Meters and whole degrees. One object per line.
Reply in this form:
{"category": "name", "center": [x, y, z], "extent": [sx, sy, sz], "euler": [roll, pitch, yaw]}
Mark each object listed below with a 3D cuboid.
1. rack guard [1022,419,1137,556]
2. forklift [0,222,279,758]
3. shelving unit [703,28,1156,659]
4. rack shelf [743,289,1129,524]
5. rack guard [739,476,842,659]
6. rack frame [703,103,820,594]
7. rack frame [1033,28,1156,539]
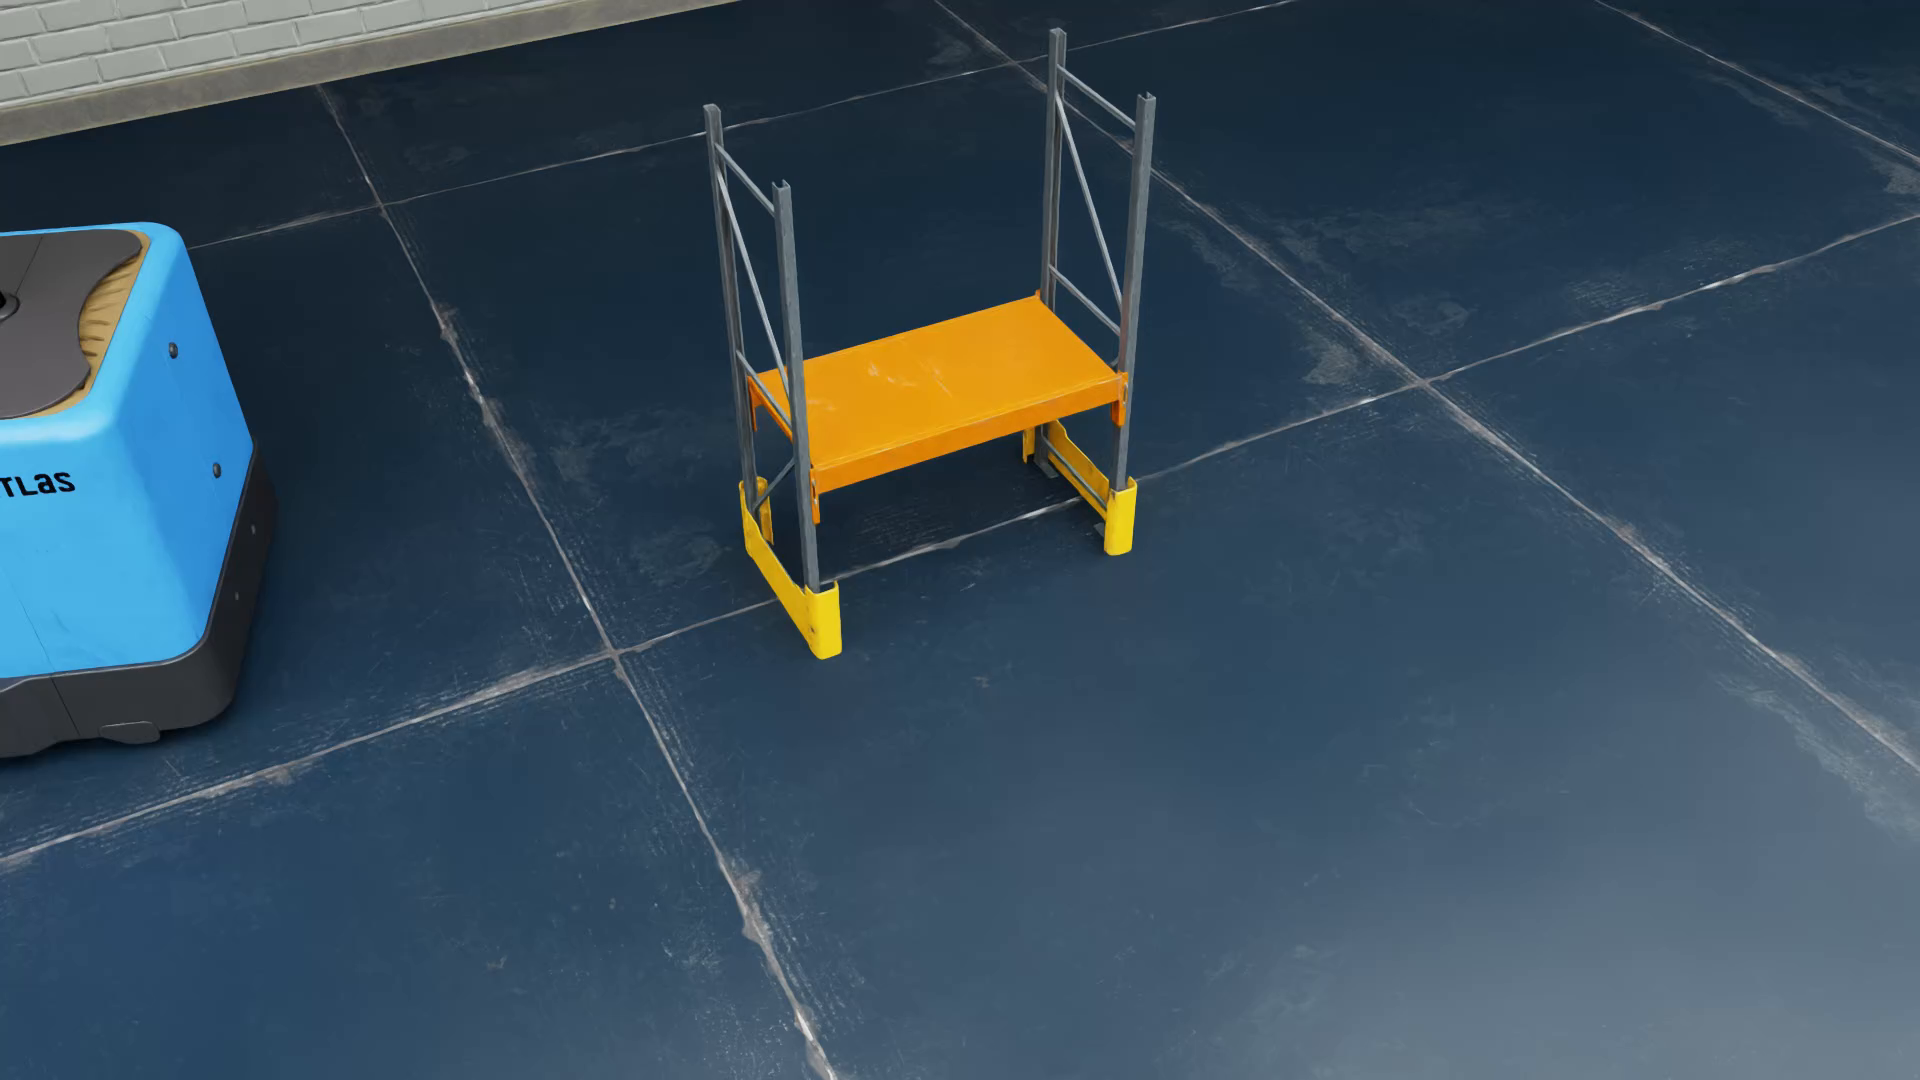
{"category": "rack guard", "center": [0.374, -0.221, 5.318], "extent": [0.087, 0.250, 0.587], "euler": [-19, 44, -21]}
{"category": "forklift", "center": [-3.583, -0.740, 3.856], "extent": [3.031, 2.935, 1.130], "euler": [-6, 41, -7]}
{"category": "shelving unit", "center": [-0.068, -0.550, 4.739], "extent": [1.083, 1.500, 0.587], "euler": [-19, 44, -21]}
{"category": "rack shelf", "center": [-0.076, -0.410, 4.852], "extent": [1.000, 0.185, 0.538], "euler": [-19, 44, -21]}
{"category": "rack guard", "center": [-0.509, 0.076, 4.967], "extent": [0.087, 0.250, 0.587], "euler": [-19, 44, -21]}
{"category": "rack frame", "center": [-0.527, -0.395, 4.556], "extent": [0.032, 1.500, 0.500], "euler": [-19, 44, -21]}
{"category": "rack frame", "center": [0.375, -0.699, 4.915], "extent": [0.032, 1.500, 0.500], "euler": [-19, 44, -21]}
